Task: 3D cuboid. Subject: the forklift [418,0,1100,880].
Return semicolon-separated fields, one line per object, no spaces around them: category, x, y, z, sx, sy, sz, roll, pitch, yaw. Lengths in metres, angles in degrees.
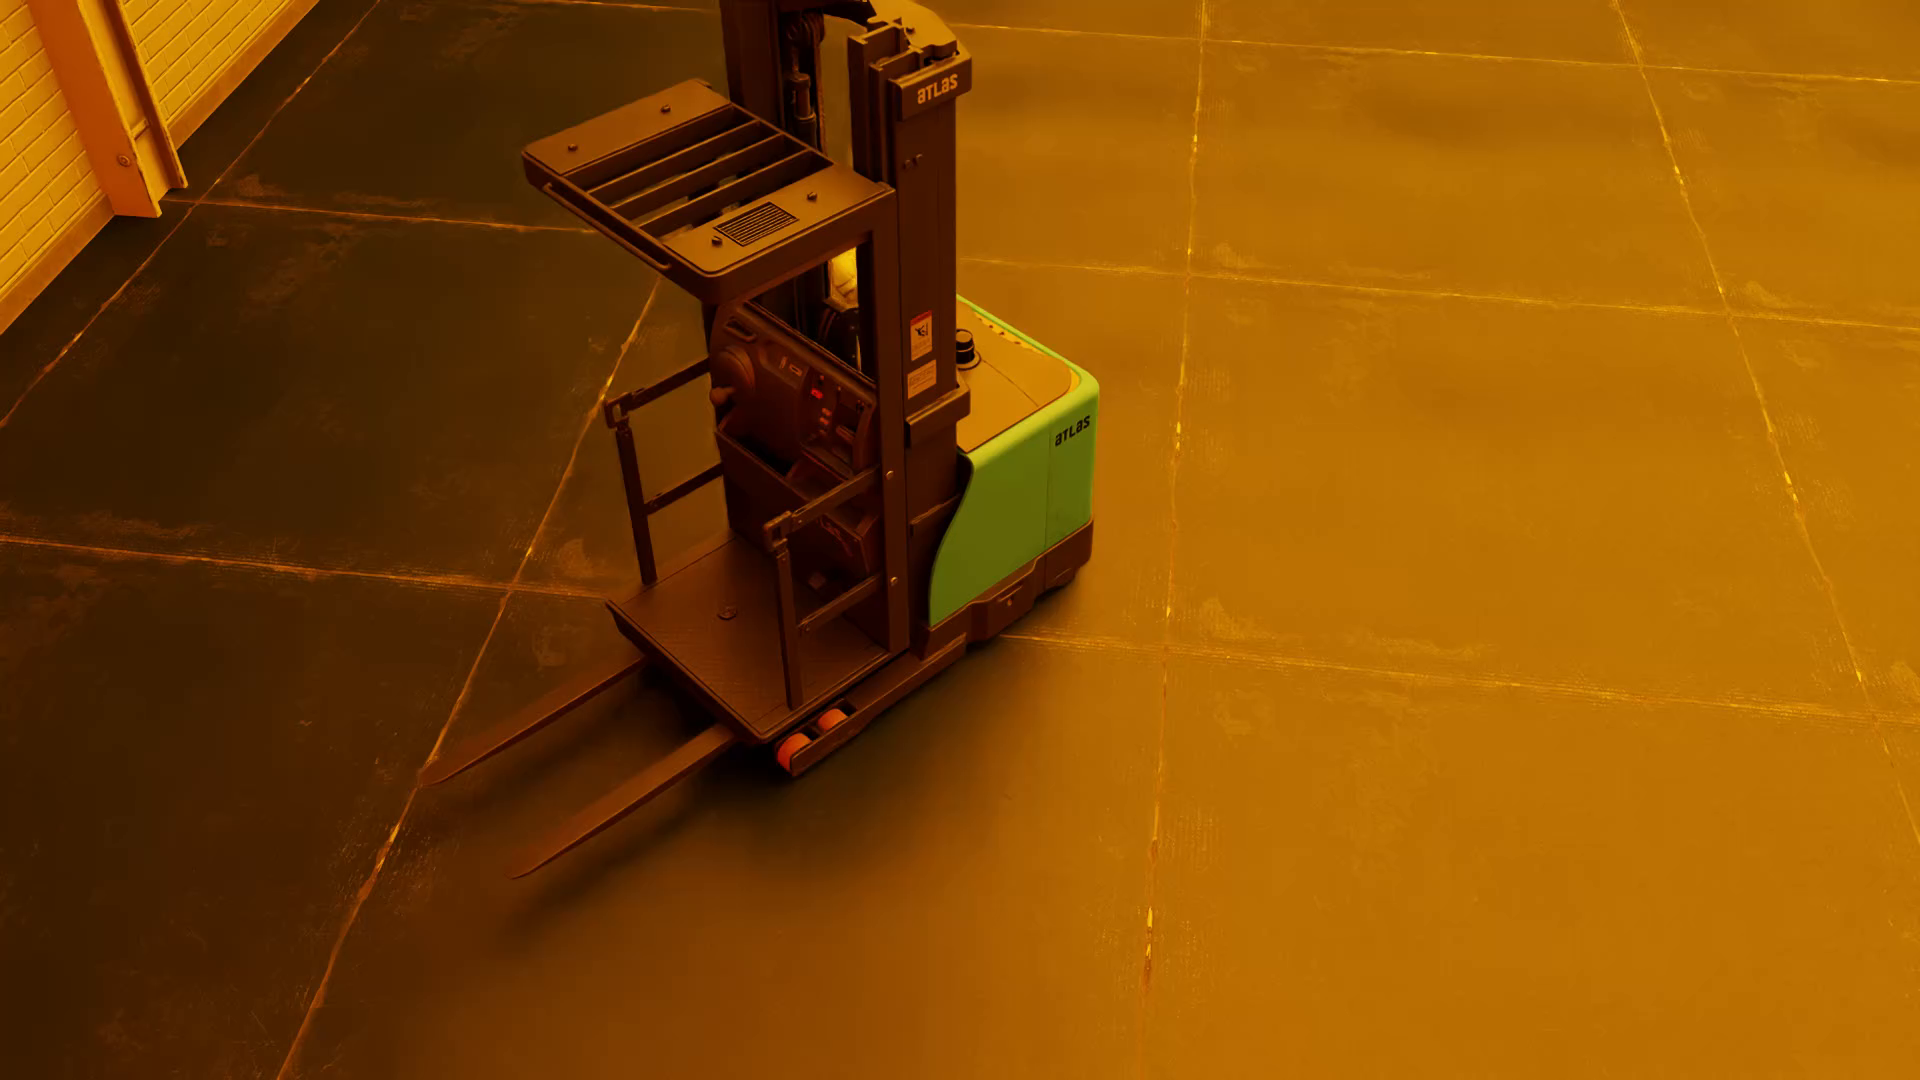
forklift;-0.806;-0.519;6.289;3.031;2.935;1.130;-33;52;-30

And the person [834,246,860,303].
person;-0.345;-1.056;8.082;0.895;1.383;1.125;-4;43;-5
